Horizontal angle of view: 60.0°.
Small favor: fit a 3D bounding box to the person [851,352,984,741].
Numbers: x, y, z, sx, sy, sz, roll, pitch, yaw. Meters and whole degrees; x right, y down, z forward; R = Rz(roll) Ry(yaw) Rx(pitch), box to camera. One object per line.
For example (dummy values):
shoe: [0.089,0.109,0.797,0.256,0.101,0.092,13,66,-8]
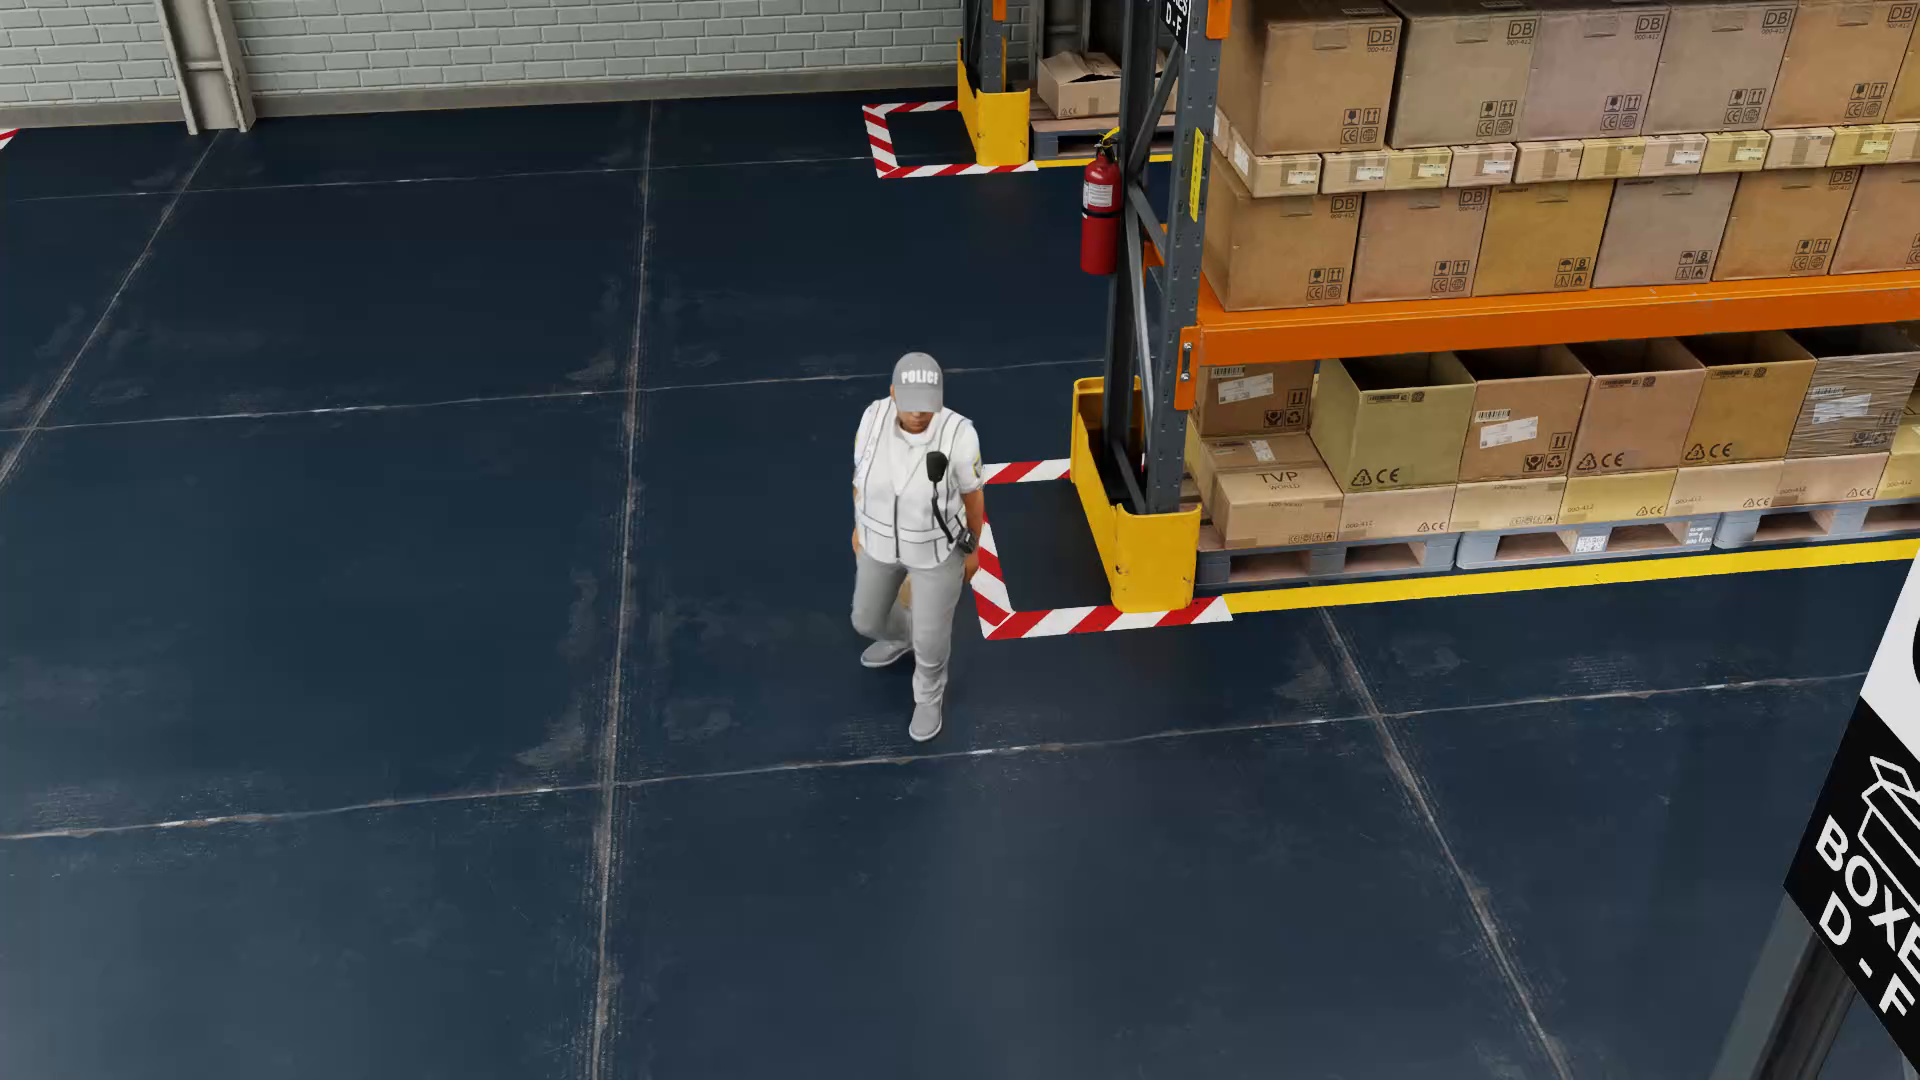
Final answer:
person: [-0.170,-0.020,6.173,0.554,1.652,0.588,11,36,15]
